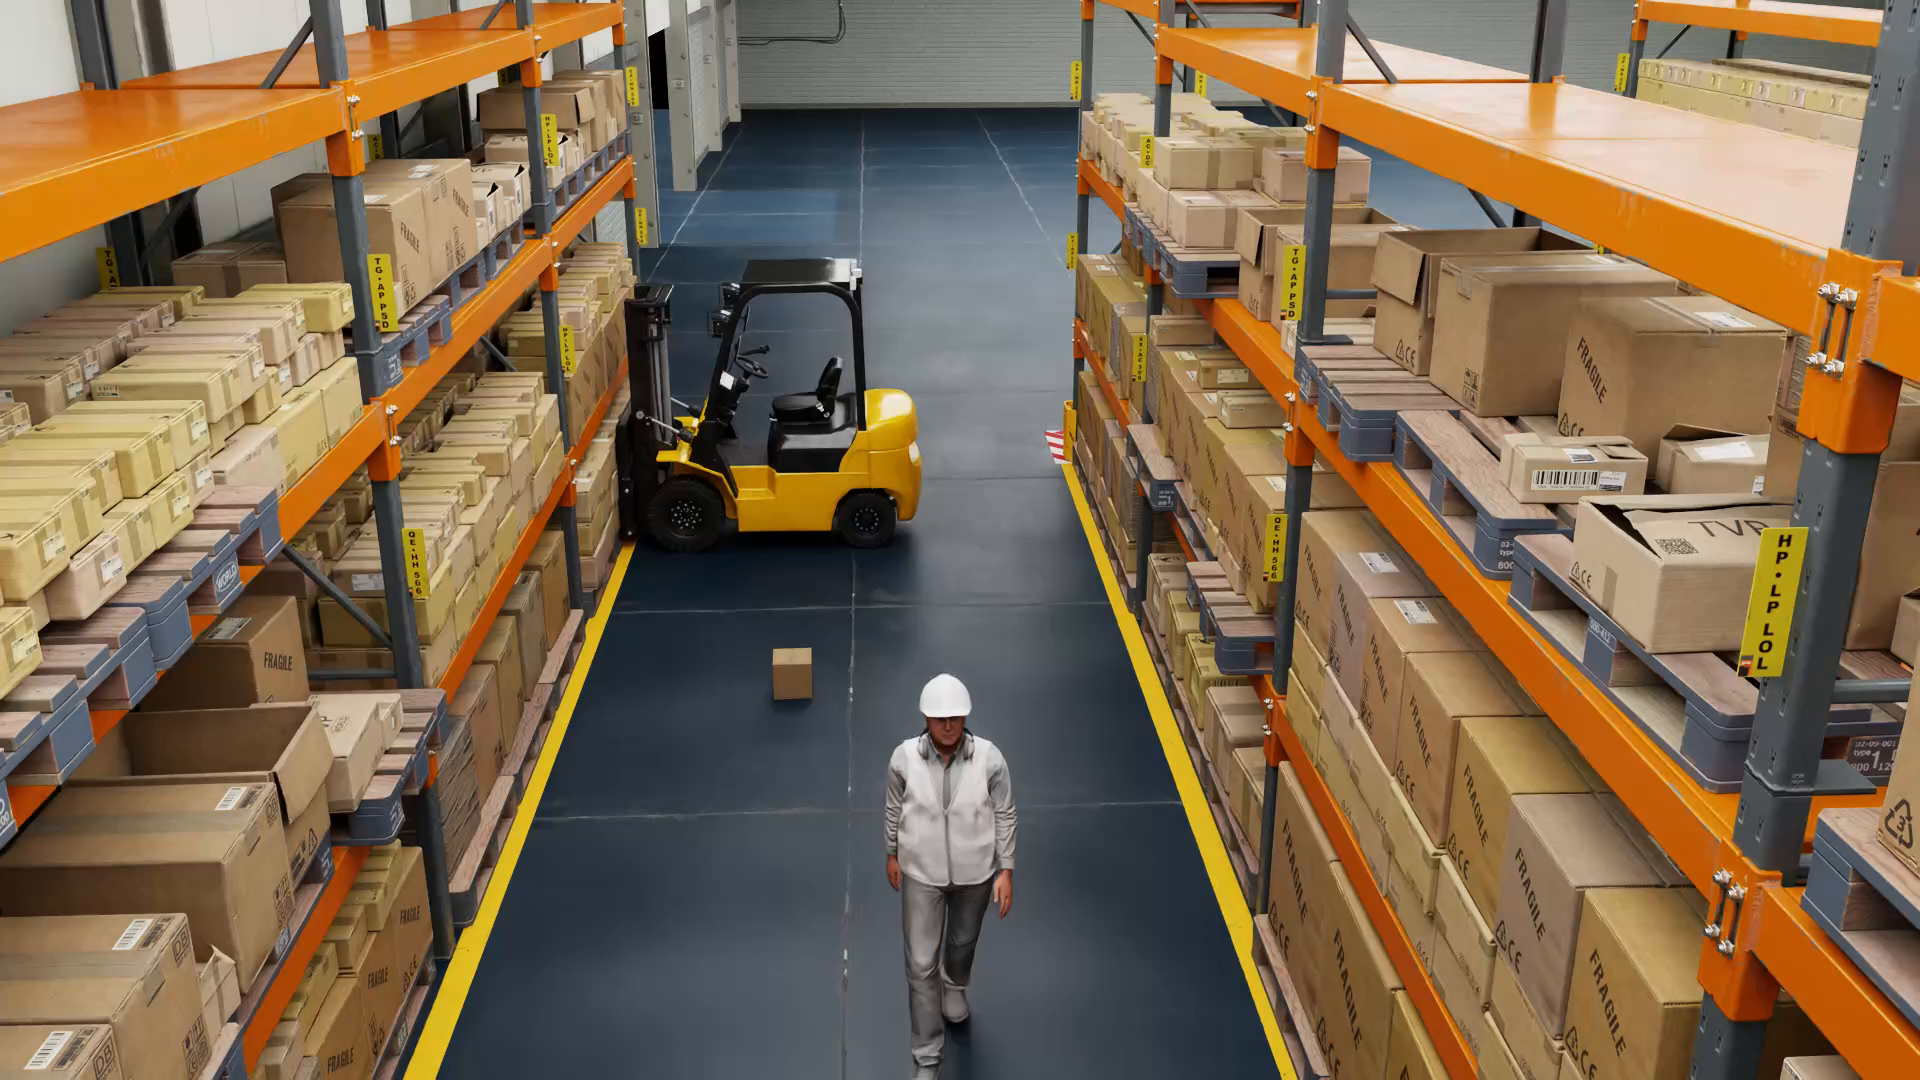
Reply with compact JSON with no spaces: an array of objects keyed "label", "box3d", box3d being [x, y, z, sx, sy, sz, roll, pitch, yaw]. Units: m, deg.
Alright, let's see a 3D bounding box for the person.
[{"label":"person","box3d":[-0.034,1.436,7.103,0.568,1.741,0.900,-1,20,-3]}]
